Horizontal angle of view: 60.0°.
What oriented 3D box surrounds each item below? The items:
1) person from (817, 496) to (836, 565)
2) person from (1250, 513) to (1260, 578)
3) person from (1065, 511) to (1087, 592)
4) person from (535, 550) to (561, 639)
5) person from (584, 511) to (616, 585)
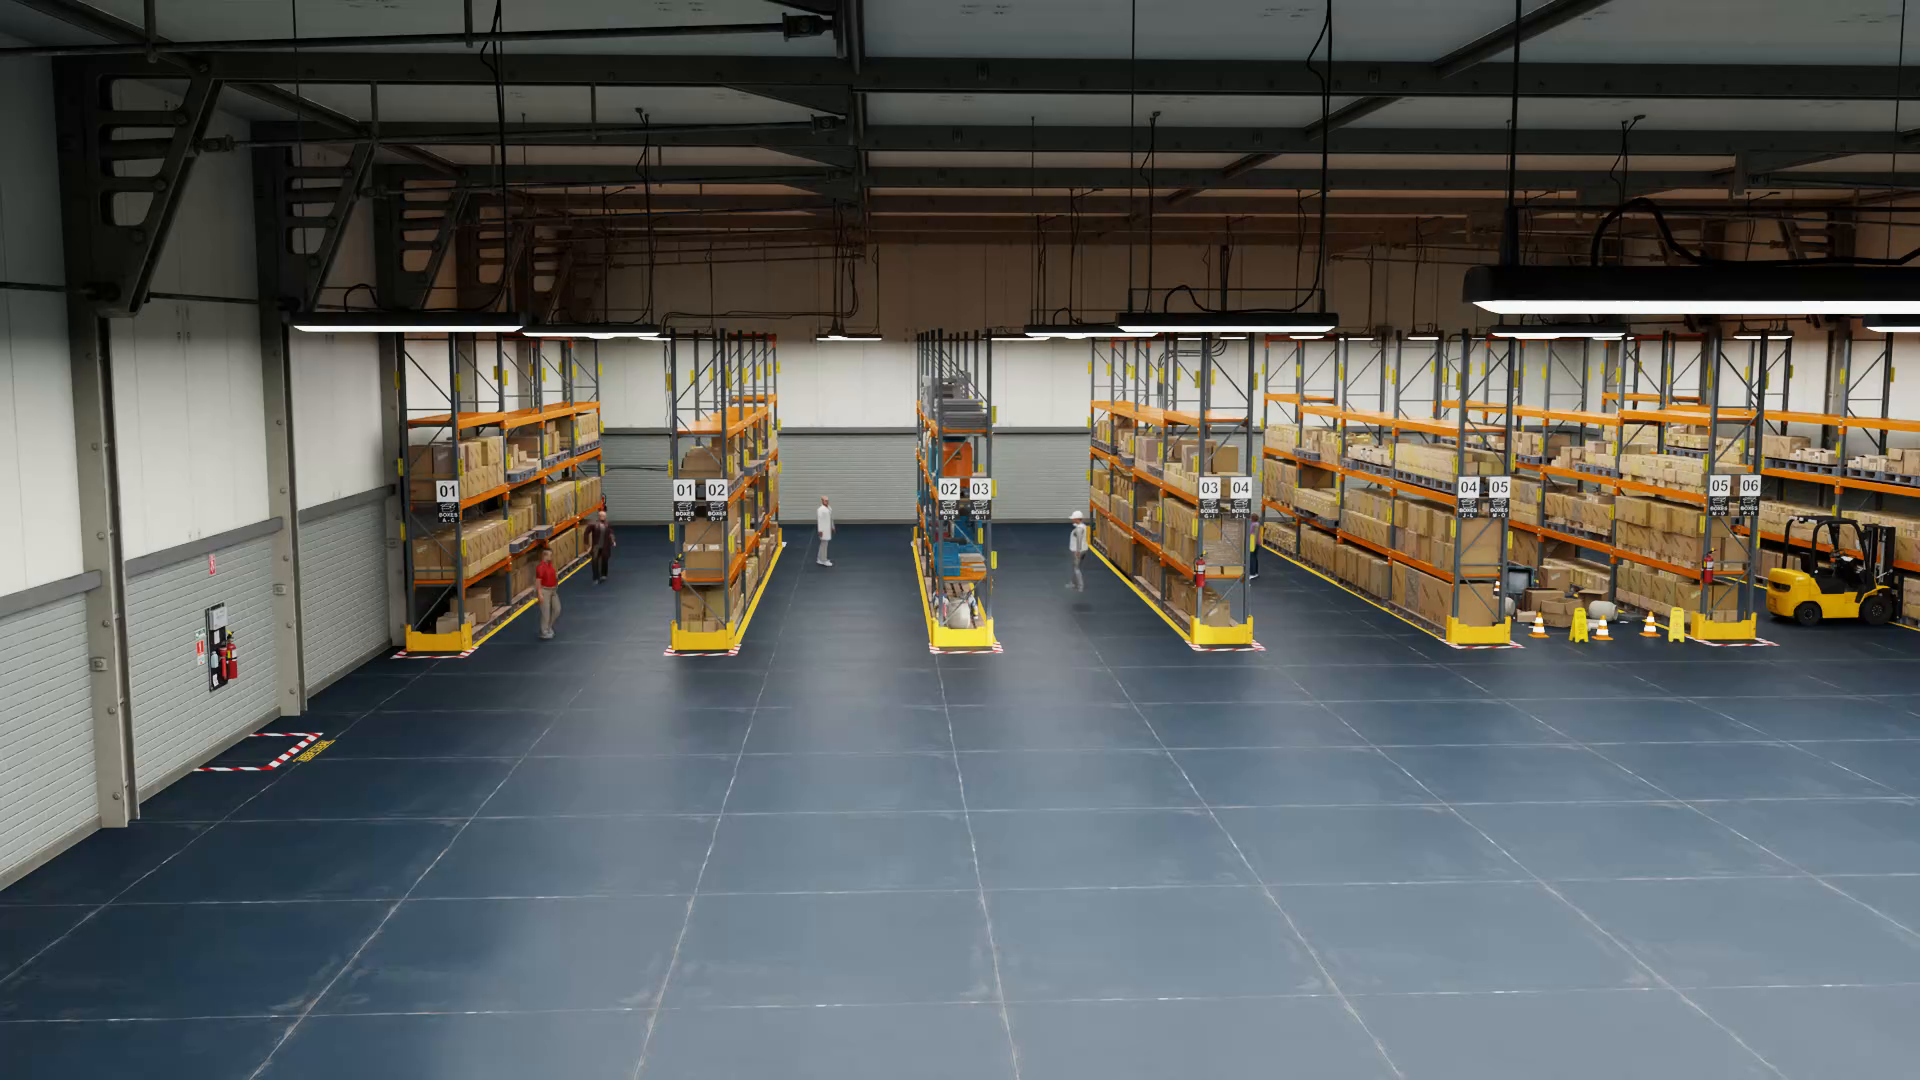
[{"bbox_3d":[-3.502,-0.248,43.258,0.476,1.804,0.666,2,7,15],"label":"person"},{"bbox_3d":[7.162,0.133,40.760,0.384,1.606,0.476,1,7,6],"label":"person"},{"bbox_3d":[2.531,0.229,36.744,0.609,1.769,0.557,4,8,29],"label":"person"},{"bbox_3d":[-8.106,1.047,32.525,0.480,1.727,0.622,3,7,24],"label":"person"},{"bbox_3d":[-8.632,0.201,39.926,0.791,1.811,0.936,0,7,-3],"label":"person"}]
